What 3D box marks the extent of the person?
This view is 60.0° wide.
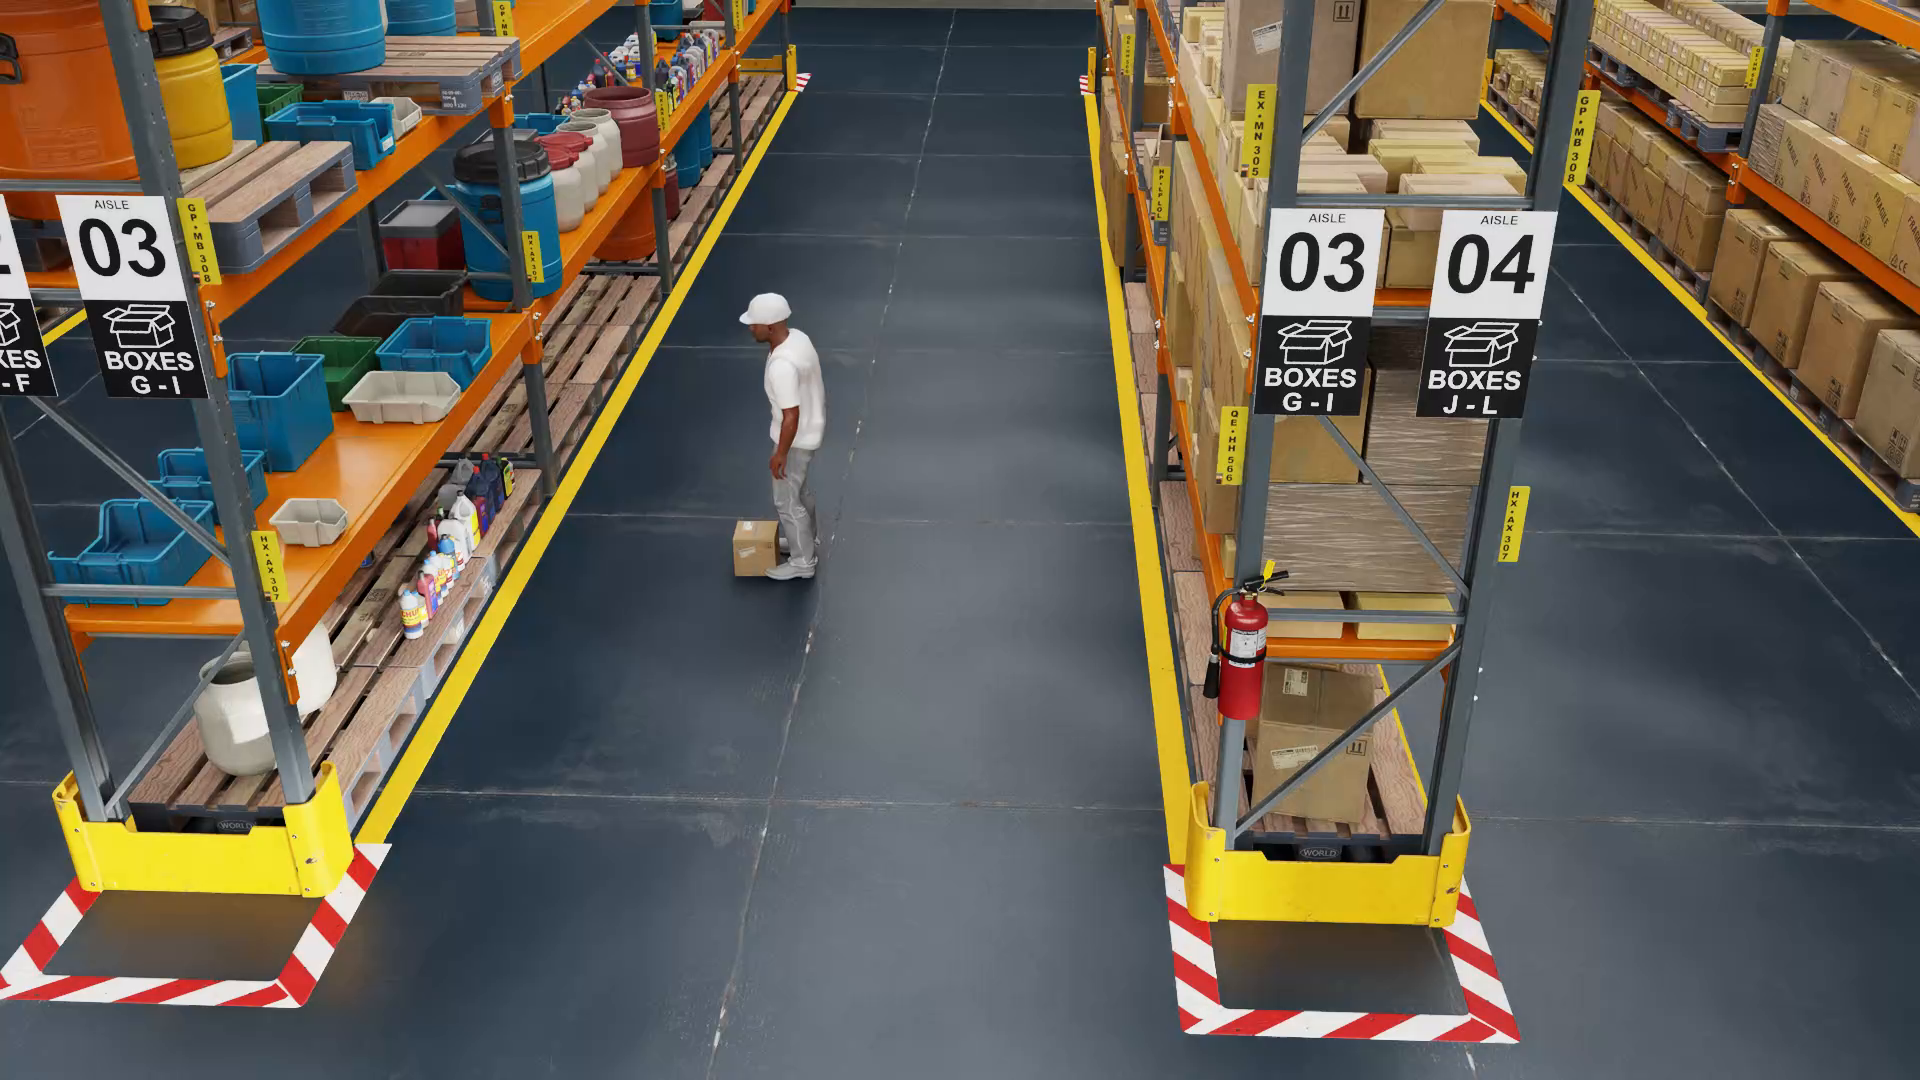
[{"bbox_3d":[-1.015,-0.618,9.772,0.462,1.761,0.629,1,28,1],"label":"person"}]
